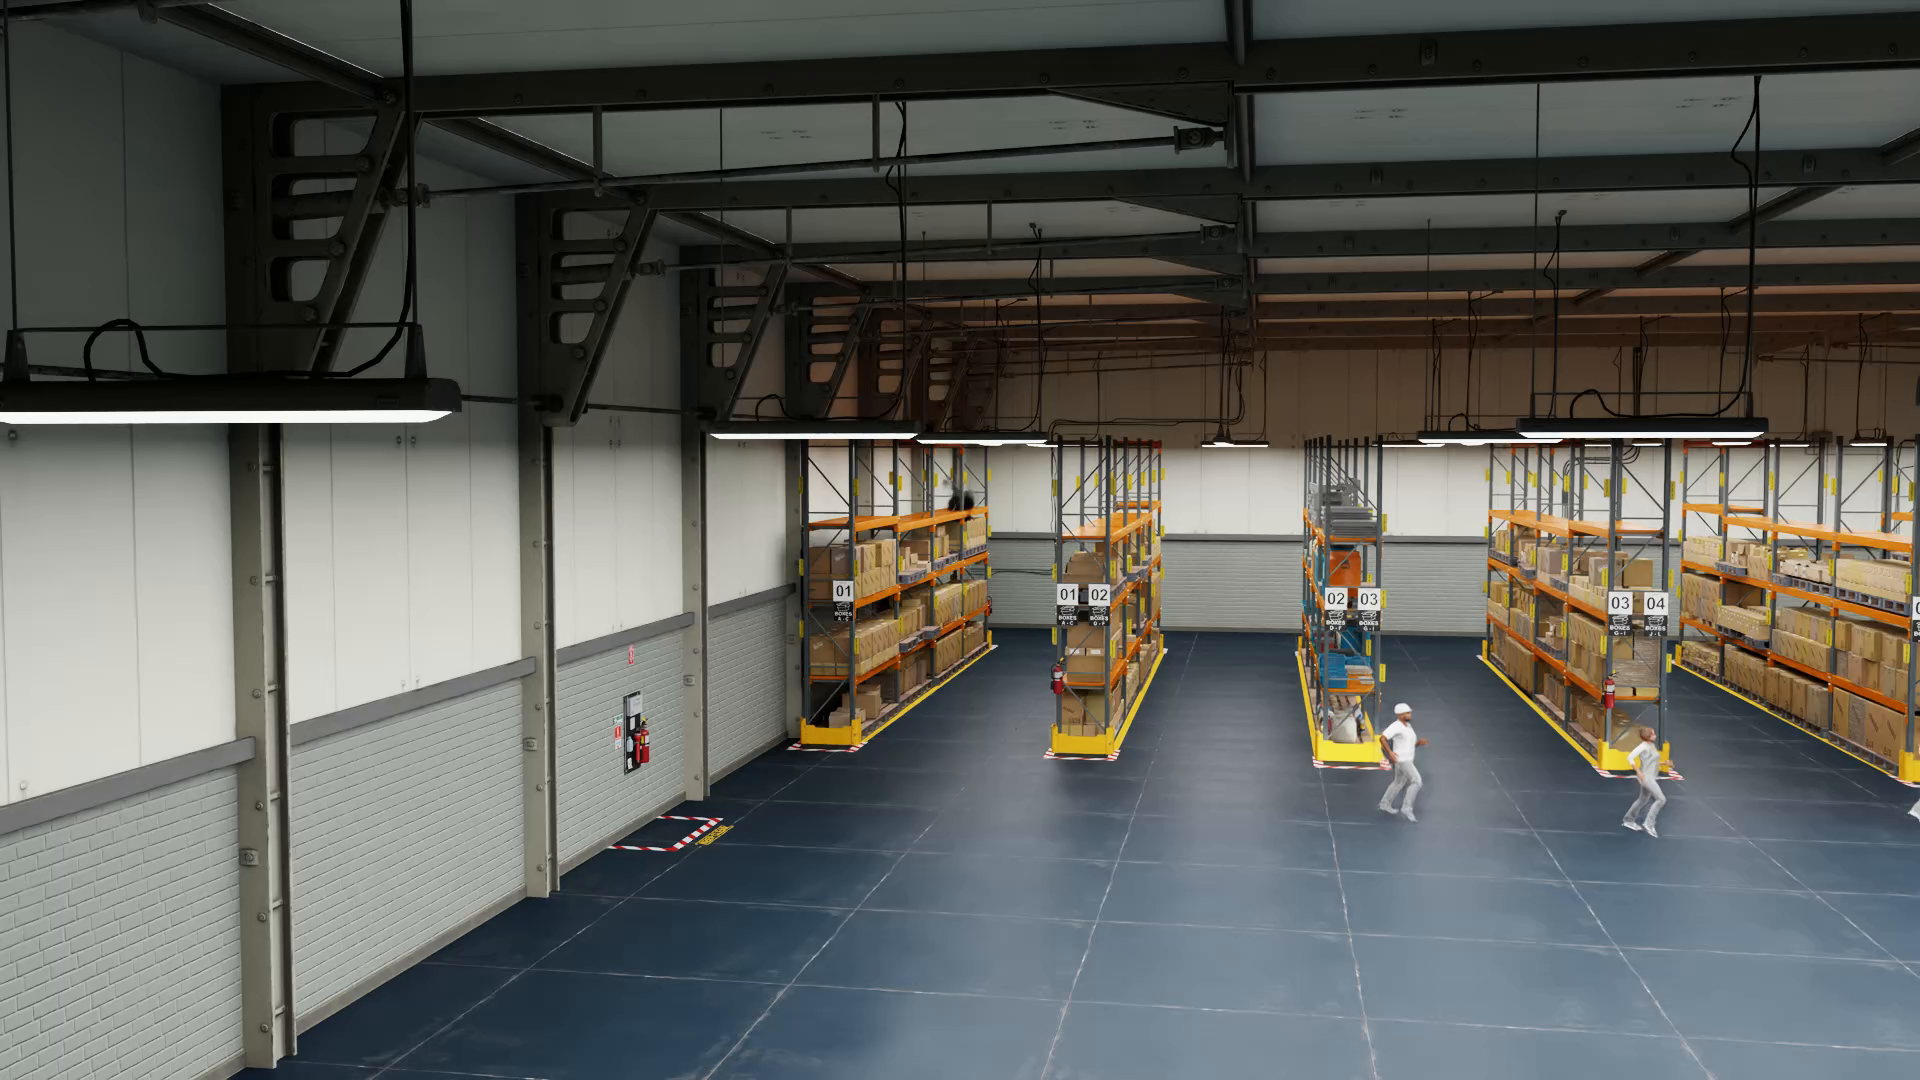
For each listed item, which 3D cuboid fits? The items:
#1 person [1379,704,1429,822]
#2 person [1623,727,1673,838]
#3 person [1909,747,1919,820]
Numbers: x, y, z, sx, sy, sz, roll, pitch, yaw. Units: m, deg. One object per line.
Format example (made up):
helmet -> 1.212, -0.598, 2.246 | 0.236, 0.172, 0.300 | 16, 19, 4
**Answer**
person -> 6.883, 3.447, 25.798 | 0.751, 1.823, 0.669 | 1, 3, 25
person -> 10.210, 3.585, 24.688 | 0.691, 1.627, 0.503 | 2, 4, 31
person -> 14.750, 3.515, 25.005 | 0.550, 1.701, 0.875 | -3, 4, -41
